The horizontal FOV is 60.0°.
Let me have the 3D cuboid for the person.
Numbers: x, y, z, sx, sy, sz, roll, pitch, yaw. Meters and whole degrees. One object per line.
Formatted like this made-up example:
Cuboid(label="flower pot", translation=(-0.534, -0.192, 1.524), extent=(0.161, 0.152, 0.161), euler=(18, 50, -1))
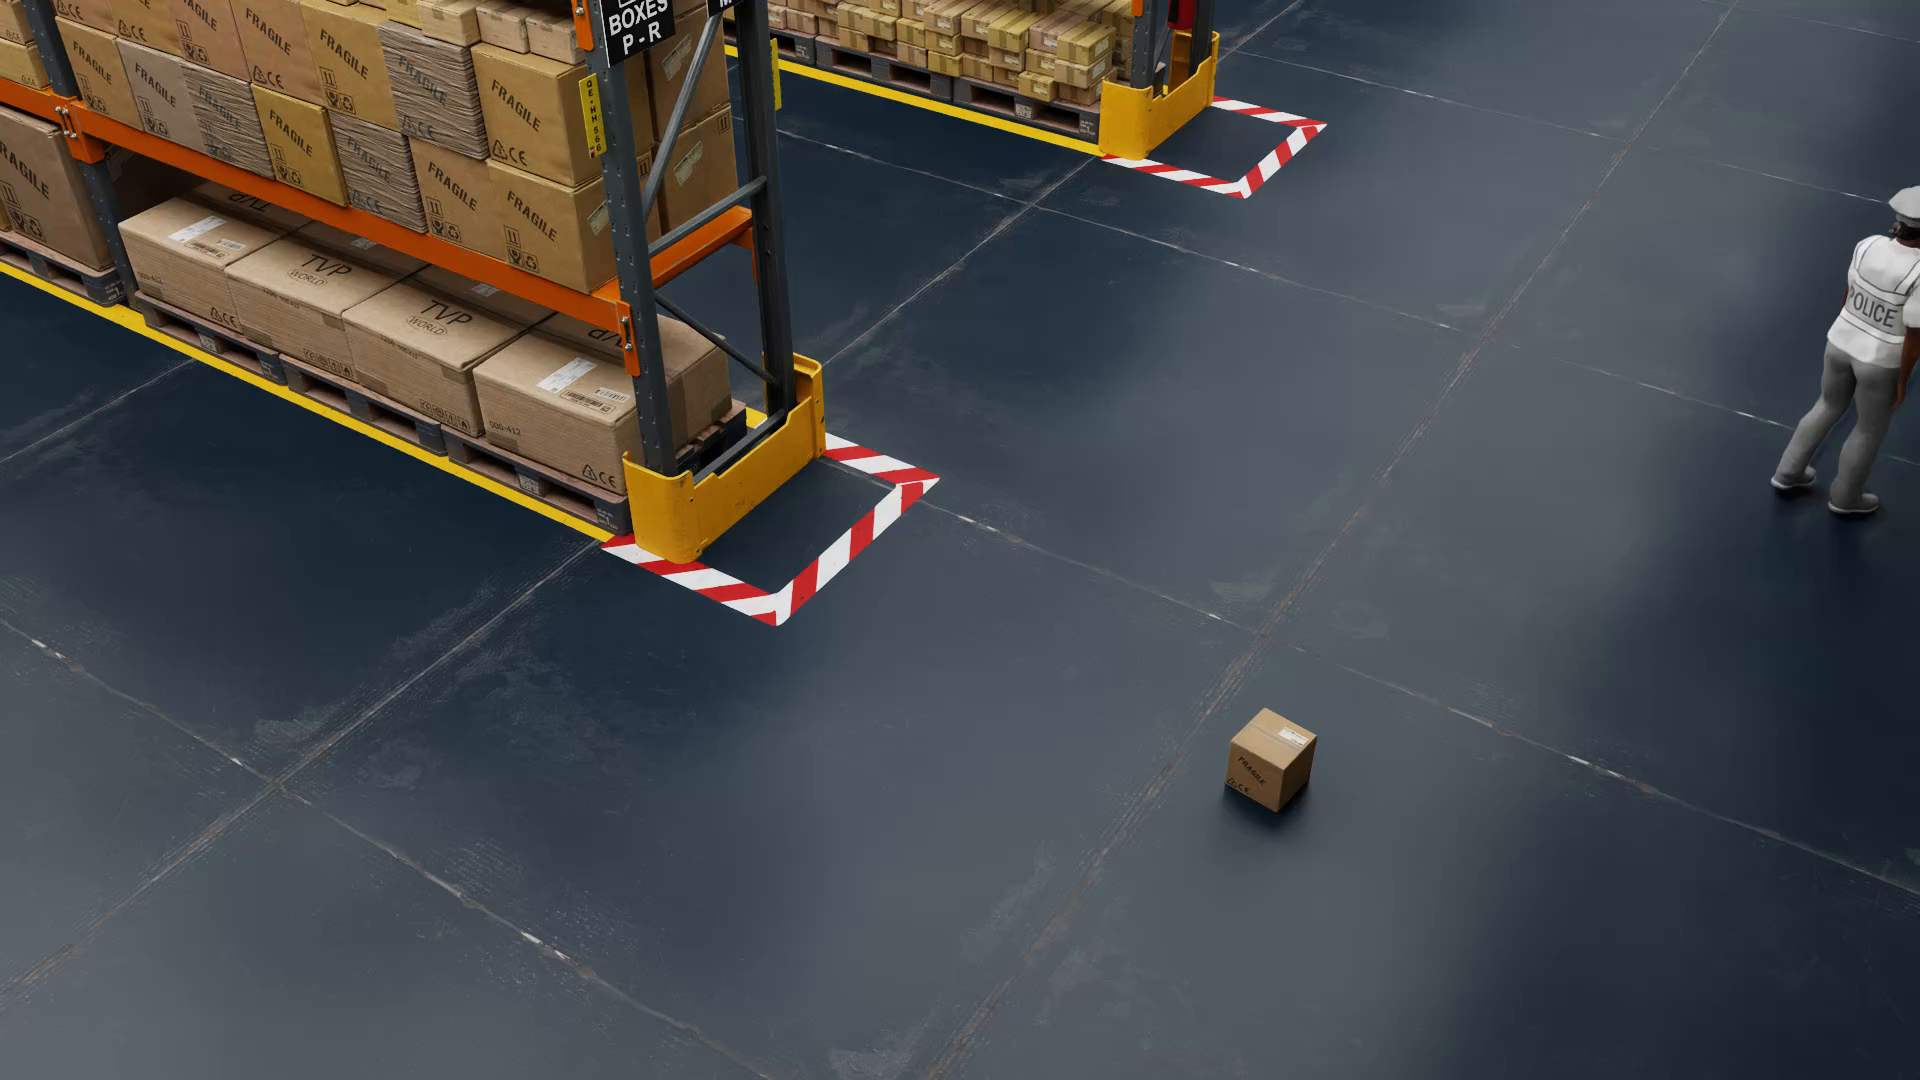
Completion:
Cuboid(label="person", translation=(4.261, -0.866, 7.735), extent=(0.451, 1.695, 0.489), euler=(-18, 42, -21))
